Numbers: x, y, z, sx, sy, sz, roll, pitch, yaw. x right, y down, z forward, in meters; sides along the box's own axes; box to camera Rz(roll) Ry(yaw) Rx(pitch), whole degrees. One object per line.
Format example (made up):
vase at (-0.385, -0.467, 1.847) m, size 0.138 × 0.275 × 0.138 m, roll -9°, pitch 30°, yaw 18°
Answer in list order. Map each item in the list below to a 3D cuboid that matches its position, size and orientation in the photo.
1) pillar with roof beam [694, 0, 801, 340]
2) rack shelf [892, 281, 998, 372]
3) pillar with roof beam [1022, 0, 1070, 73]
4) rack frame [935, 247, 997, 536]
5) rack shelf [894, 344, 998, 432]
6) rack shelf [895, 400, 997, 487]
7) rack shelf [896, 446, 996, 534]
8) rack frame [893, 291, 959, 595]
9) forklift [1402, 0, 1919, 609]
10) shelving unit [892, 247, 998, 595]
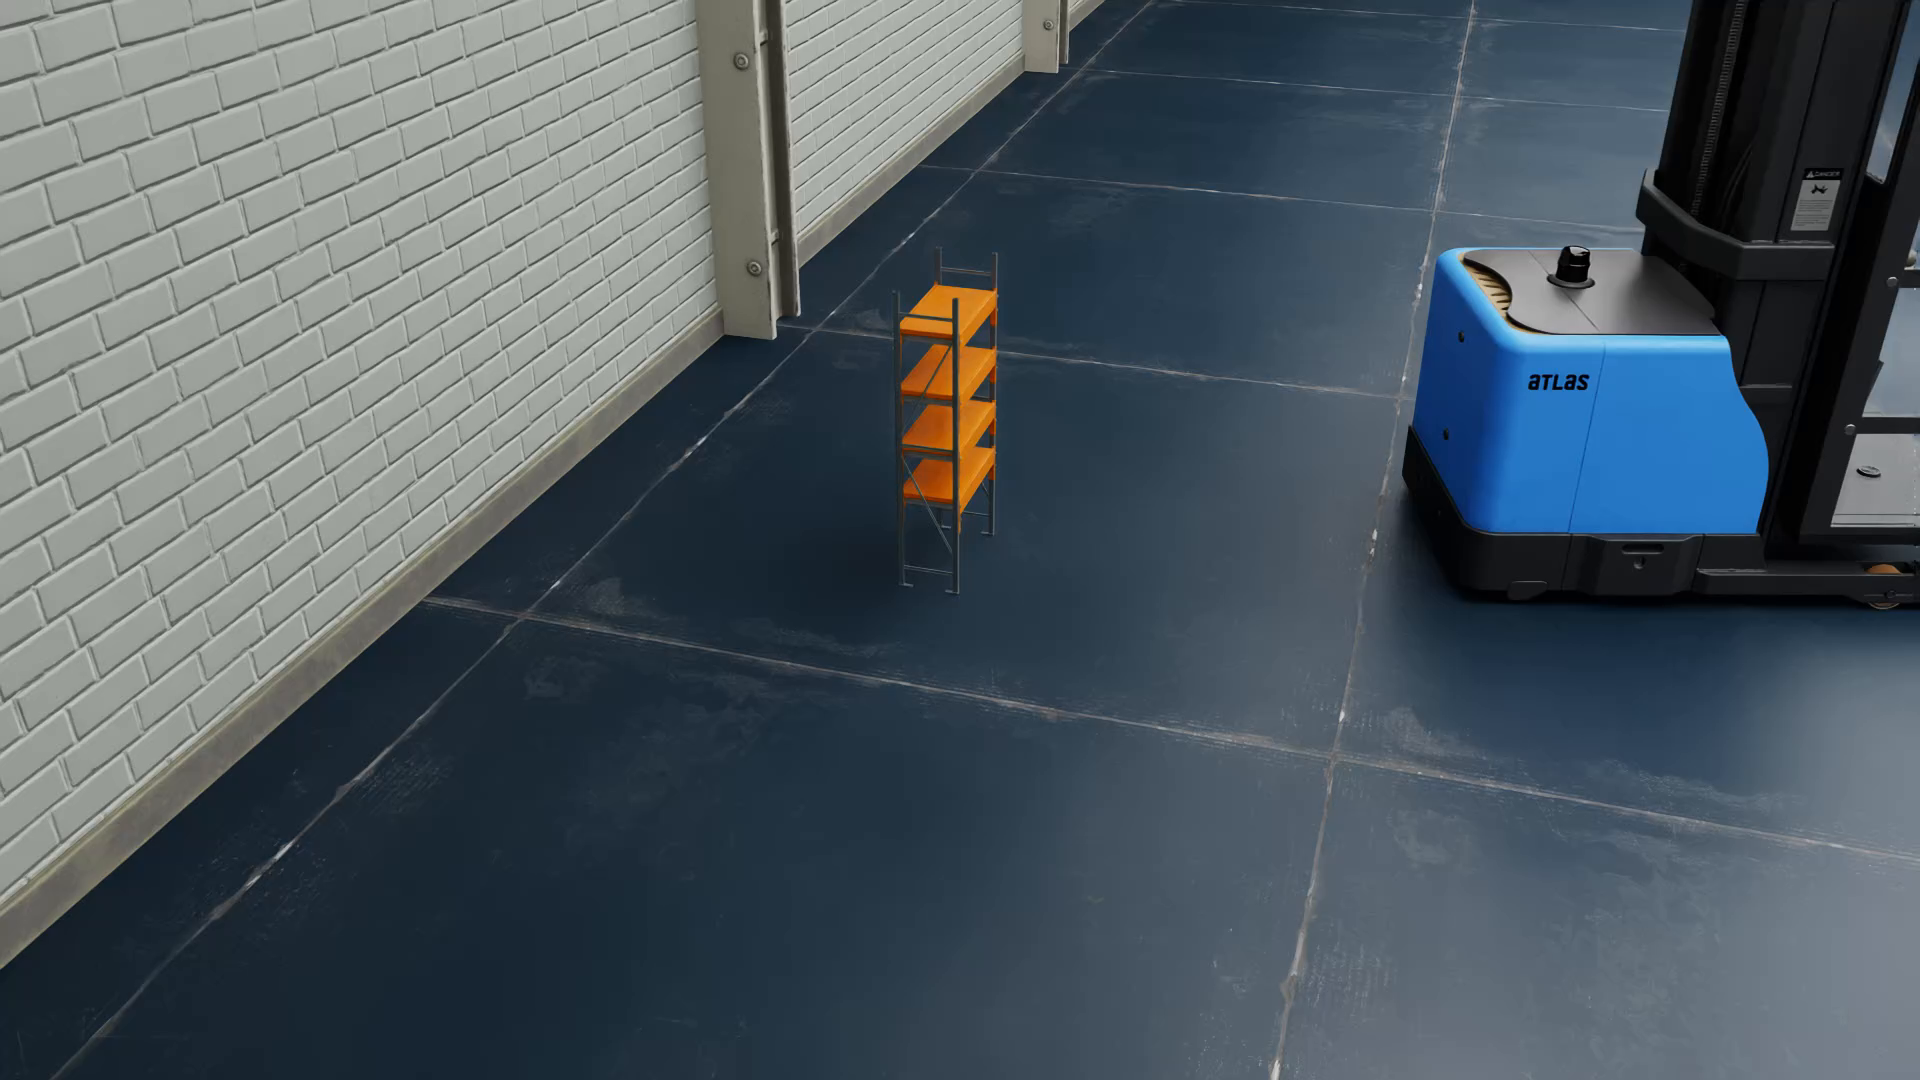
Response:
pillar with roof beam at (3.057, -4.468, 5.525) m, size 9.100 × 9.000 × 0.400 m, roll 8°, pitch 30°, yaw 15°
rack shelf at (-0.049, -0.791, 6.129) m, size 0.258 × 0.148 × 0.480 m, roll 8°, pitch 30°, yaw 15°
pillar with roof beam at (4.818, -7.257, 10.538) m, size 9.100 × 9.000 × 0.400 m, roll 8°, pitch 30°, yaw 15°
rack frame at (0.023, -0.561, 6.524) m, size 0.240 × 1.200 × 0.015 m, roll 8°, pitch 30°, yaw 15°
rack shelf at (-0.049, -0.584, 6.244) m, size 0.258 × 0.148 × 0.480 m, roll 8°, pitch 30°, yaw 15°
rack shelf at (-0.049, -0.389, 6.353) m, size 0.258 × 0.148 × 0.480 m, roll 8°, pitch 30°, yaw 15°
rack shelf at (-0.049, -0.215, 6.449) m, size 0.258 × 0.148 × 0.480 m, roll 8°, pitch 30°, yaw 15°
rack frame at (-0.120, -0.334, 6.116) m, size 0.240 × 1.200 × 0.015 m, roll 8°, pitch 30°, yaw 15°
forklift at (3.397, -1.279, 6.034) m, size 3.031 × 2.935 × 1.130 m, roll 0°, pitch 29°, yaw 0°
shelving unit at (-0.049, -0.447, 6.320) m, size 0.258 × 1.200 × 0.503 m, roll 8°, pitch 30°, yaw 15°
